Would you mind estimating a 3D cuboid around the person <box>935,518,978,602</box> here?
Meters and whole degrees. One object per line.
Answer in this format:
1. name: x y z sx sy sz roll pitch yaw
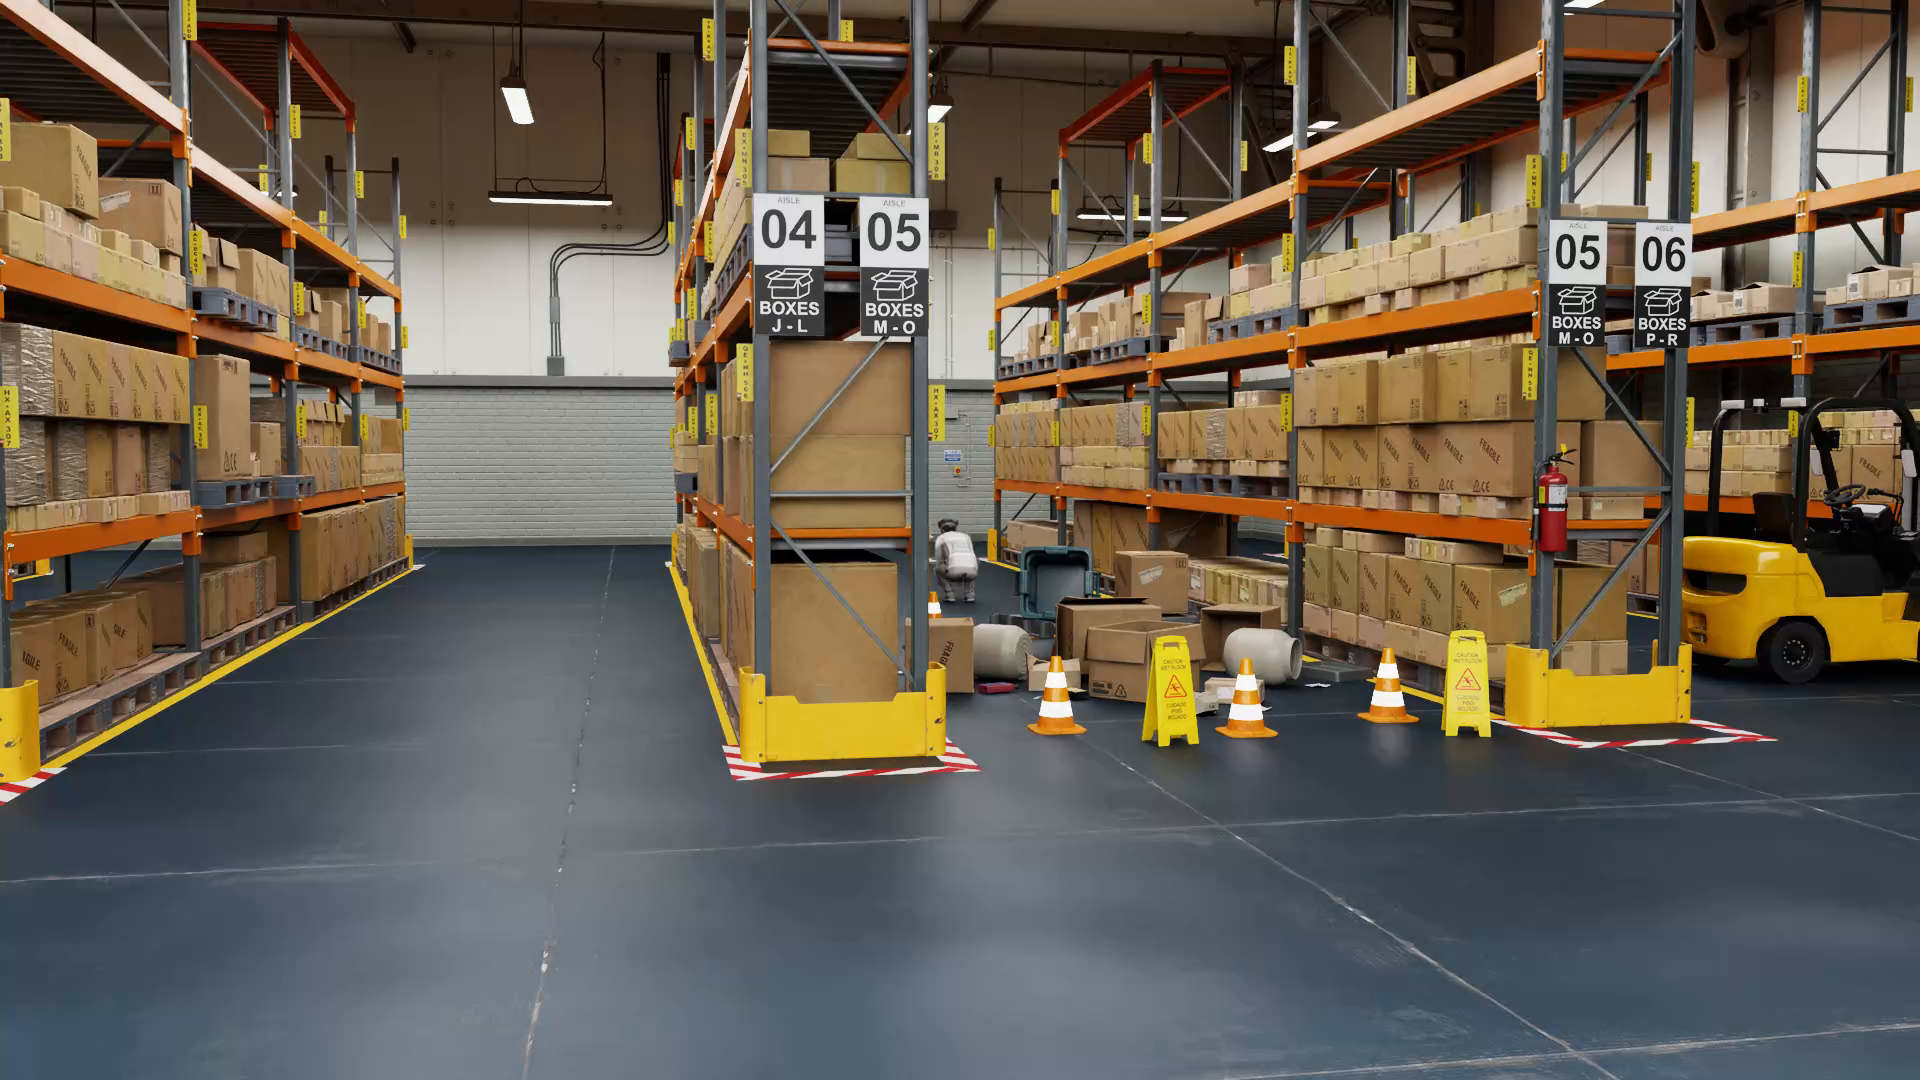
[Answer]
1. person: -0.040 0.235 19.374 0.490 0.969 0.823 -1 3 -12
